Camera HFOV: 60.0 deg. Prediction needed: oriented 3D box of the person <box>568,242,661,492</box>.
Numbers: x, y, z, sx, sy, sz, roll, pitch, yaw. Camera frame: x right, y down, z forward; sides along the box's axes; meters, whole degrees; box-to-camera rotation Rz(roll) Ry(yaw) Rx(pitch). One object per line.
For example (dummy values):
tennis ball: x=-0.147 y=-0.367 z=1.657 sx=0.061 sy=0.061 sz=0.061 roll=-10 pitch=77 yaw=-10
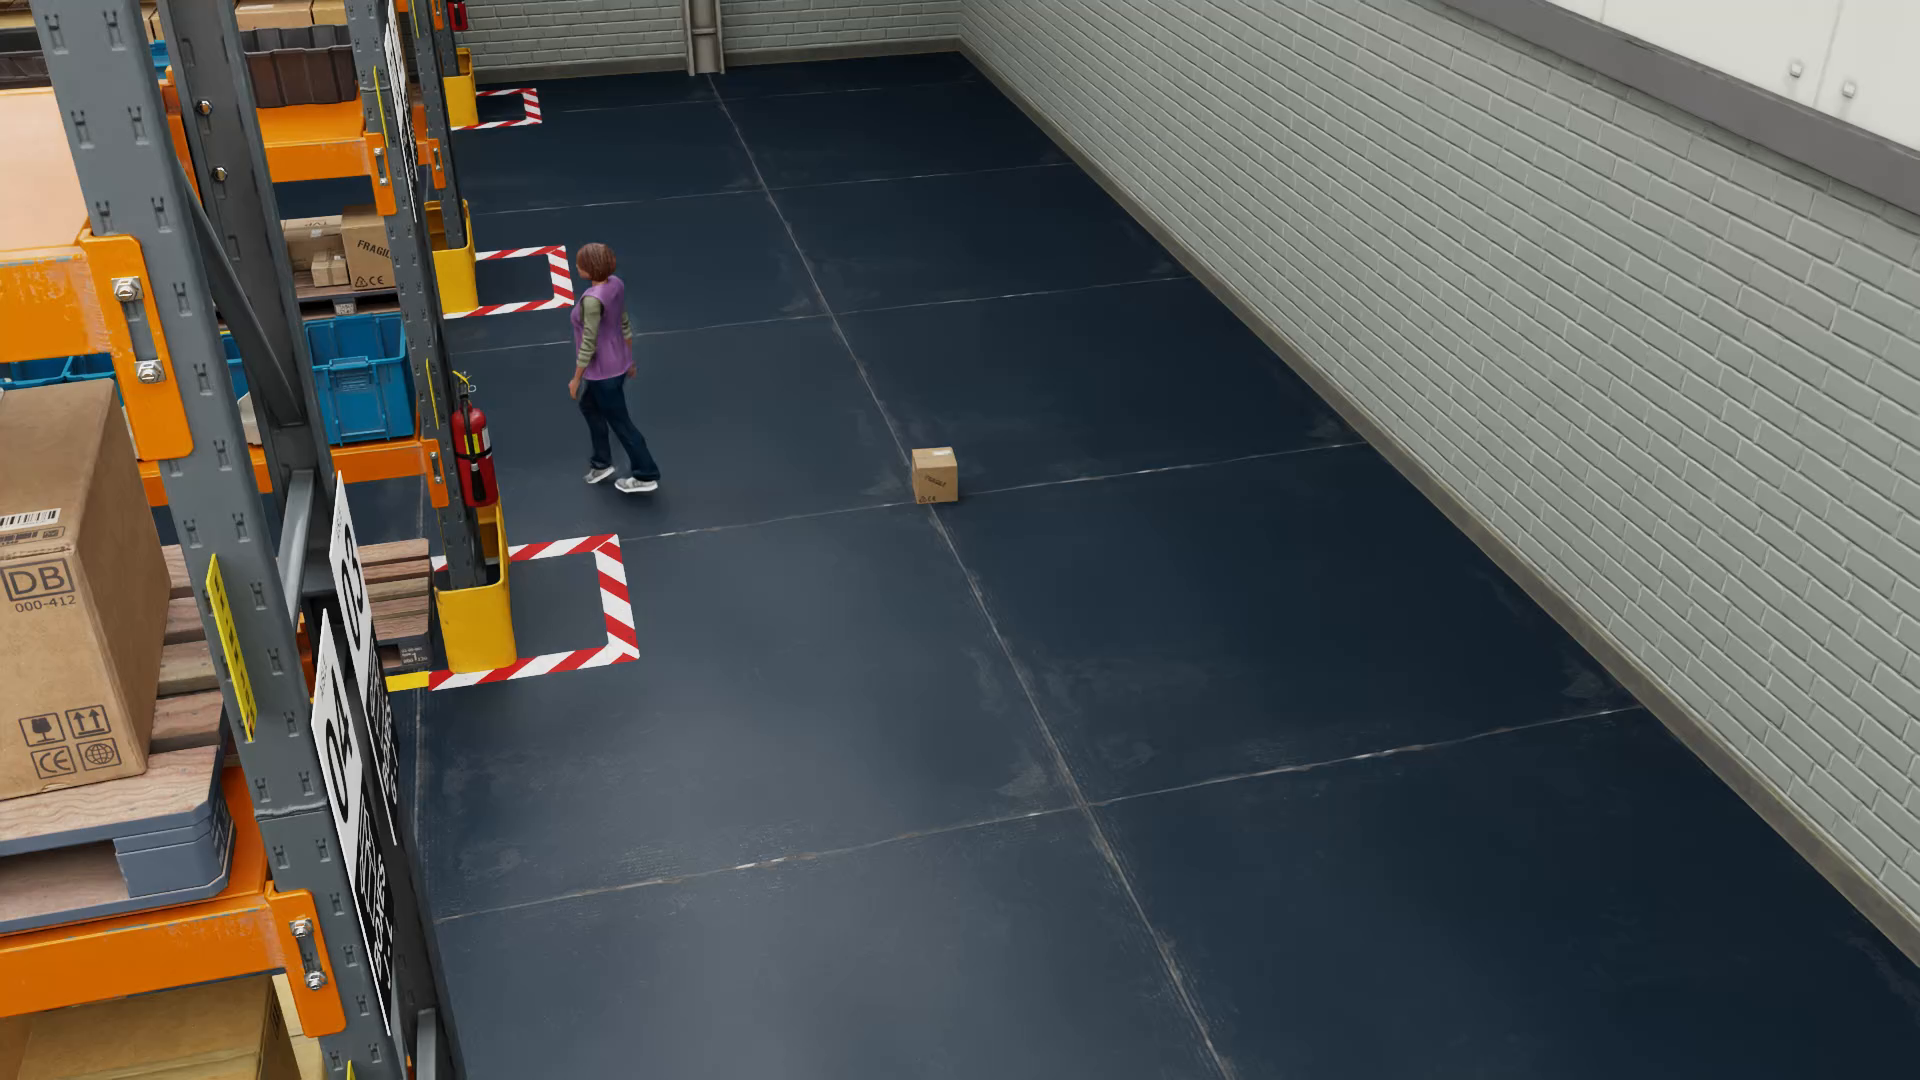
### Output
person: x=-2.112 y=-0.982 z=9.910 sx=0.552 sy=1.647 sz=0.452 roll=4 pitch=31 yaw=7
